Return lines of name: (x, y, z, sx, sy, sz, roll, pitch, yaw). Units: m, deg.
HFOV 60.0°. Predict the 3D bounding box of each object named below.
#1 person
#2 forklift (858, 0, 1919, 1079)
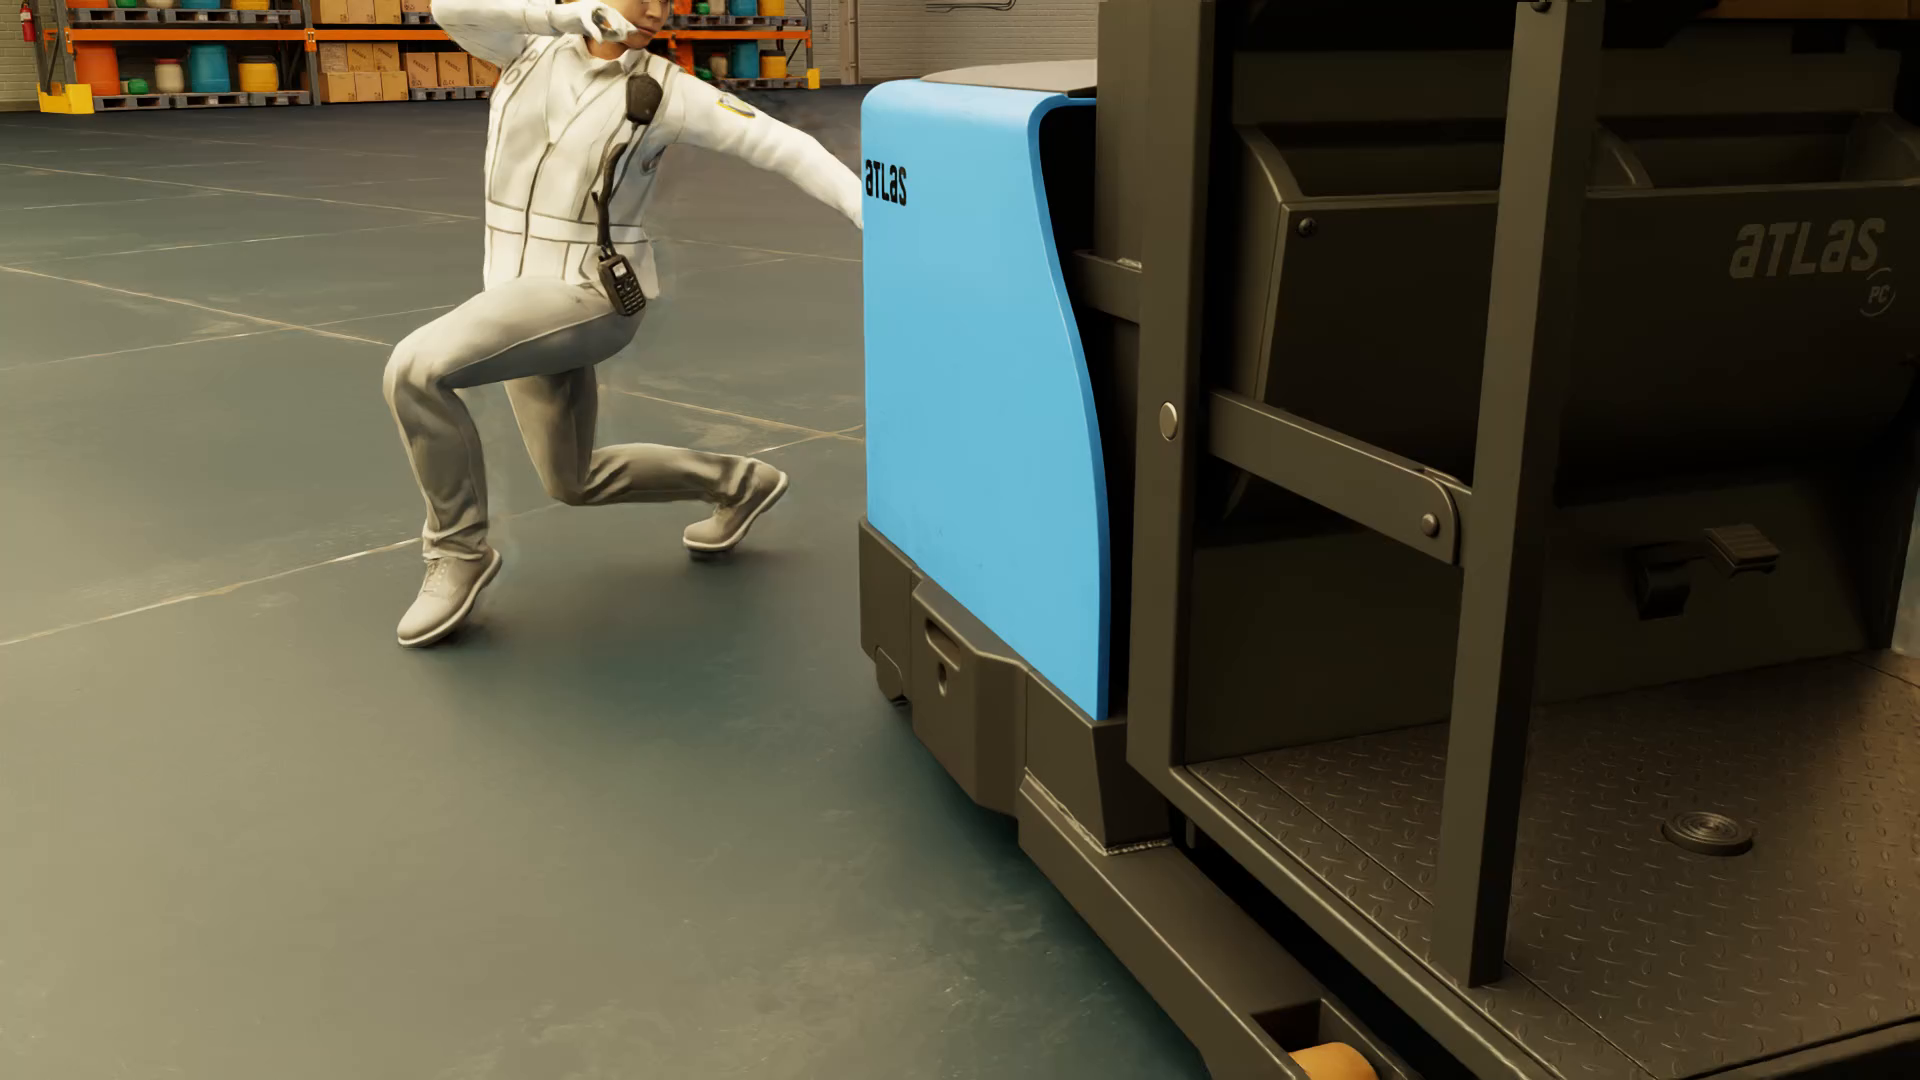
person: (-0.630, -0.519, 3.285, 0.823, 1.384, 0.950, 12, 21, 35)
forklift: (0.811, -0.803, 1.541, 1.130, 2.935, 3.031, -6, 18, -20)
